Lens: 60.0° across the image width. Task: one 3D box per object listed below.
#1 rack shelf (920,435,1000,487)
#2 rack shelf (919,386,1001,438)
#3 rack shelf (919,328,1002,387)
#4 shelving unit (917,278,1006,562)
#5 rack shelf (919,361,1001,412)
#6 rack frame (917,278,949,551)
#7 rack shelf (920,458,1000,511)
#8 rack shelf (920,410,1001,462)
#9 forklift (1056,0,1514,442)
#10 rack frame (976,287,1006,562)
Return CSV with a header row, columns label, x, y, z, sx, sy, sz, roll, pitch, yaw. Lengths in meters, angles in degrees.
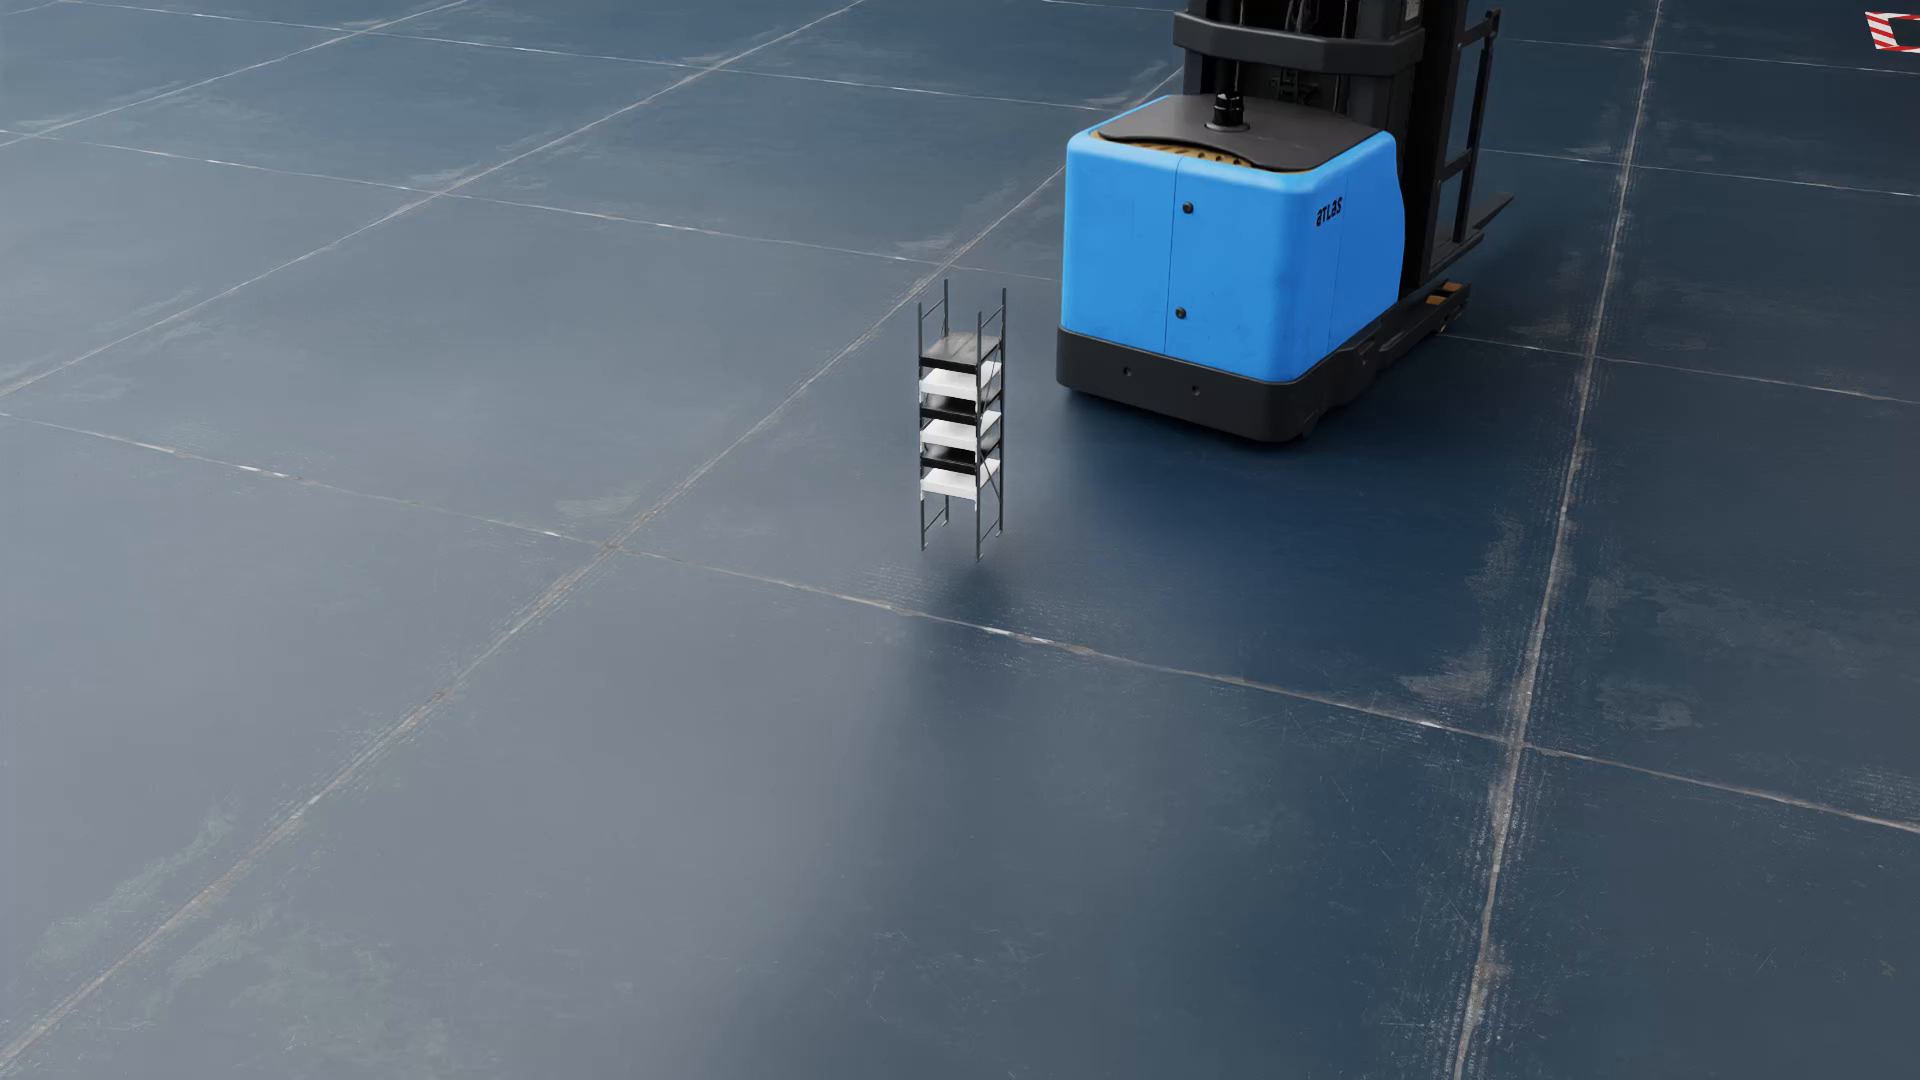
label,x,y,z,sx,sy,sz,roll,pitch,yaw
rack shelf,0.008,-0.283,5.587,0.200,0.077,0.258,11,31,19
rack shelf,0.008,-0.440,5.498,0.200,0.077,0.258,11,31,19
rack shelf,0.008,-0.596,5.409,0.200,0.077,0.258,11,31,19
shelving unit,0.008,-0.390,5.526,0.210,0.900,0.258,11,31,19
rack shelf,0.008,-0.518,5.454,0.200,0.077,0.258,11,31,19
rack frame,-0.087,-0.409,5.559,0.006,0.900,0.240,11,31,19
rack shelf,0.008,-0.205,5.631,0.200,0.077,0.258,11,31,19
rack shelf,0.008,-0.361,5.542,0.200,0.077,0.258,11,31,19
forklift,1.648,-2.316,6.870,1.130,2.935,3.031,19,35,30
rack frame,0.102,-0.371,5.493,0.006,0.900,0.240,11,31,19
